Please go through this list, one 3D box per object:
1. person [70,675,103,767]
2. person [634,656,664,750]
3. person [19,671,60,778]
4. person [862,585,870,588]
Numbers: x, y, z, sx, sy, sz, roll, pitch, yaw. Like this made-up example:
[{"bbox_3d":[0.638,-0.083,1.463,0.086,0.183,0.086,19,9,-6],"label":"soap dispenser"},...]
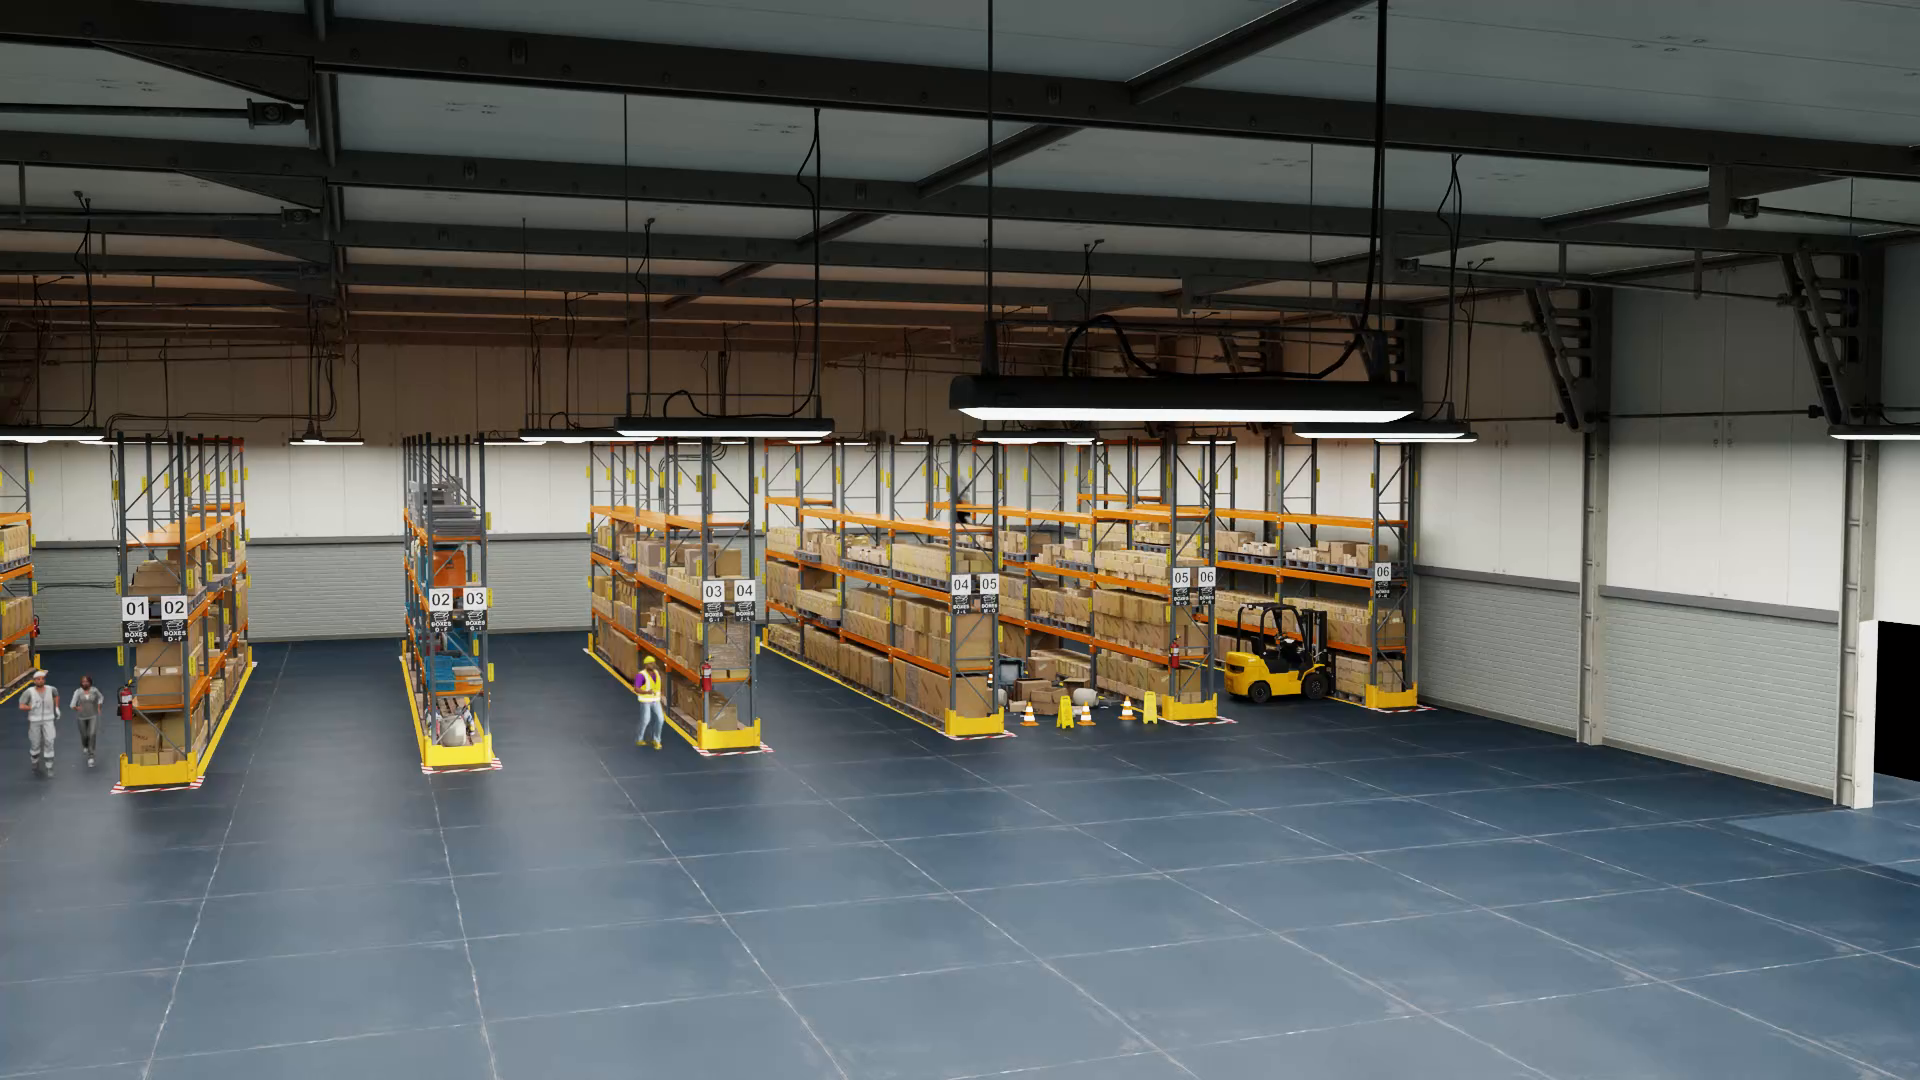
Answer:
[{"bbox_3d":[-15.807,3.245,30.119,0.538,1.605,0.877,-2,4,-28],"label":"person"},{"bbox_3d":[-5.871,3.112,31.549,0.725,1.843,0.746,-3,4,-44],"label":"person"},{"bbox_3d":[-16.083,3.202,29.071,0.662,1.846,0.836,-2,4,-37],"label":"person"},{"bbox_3d":[-2.622,2.119,46.701,0.661,1.734,0.993,-1,3,-24],"label":"person"}]
